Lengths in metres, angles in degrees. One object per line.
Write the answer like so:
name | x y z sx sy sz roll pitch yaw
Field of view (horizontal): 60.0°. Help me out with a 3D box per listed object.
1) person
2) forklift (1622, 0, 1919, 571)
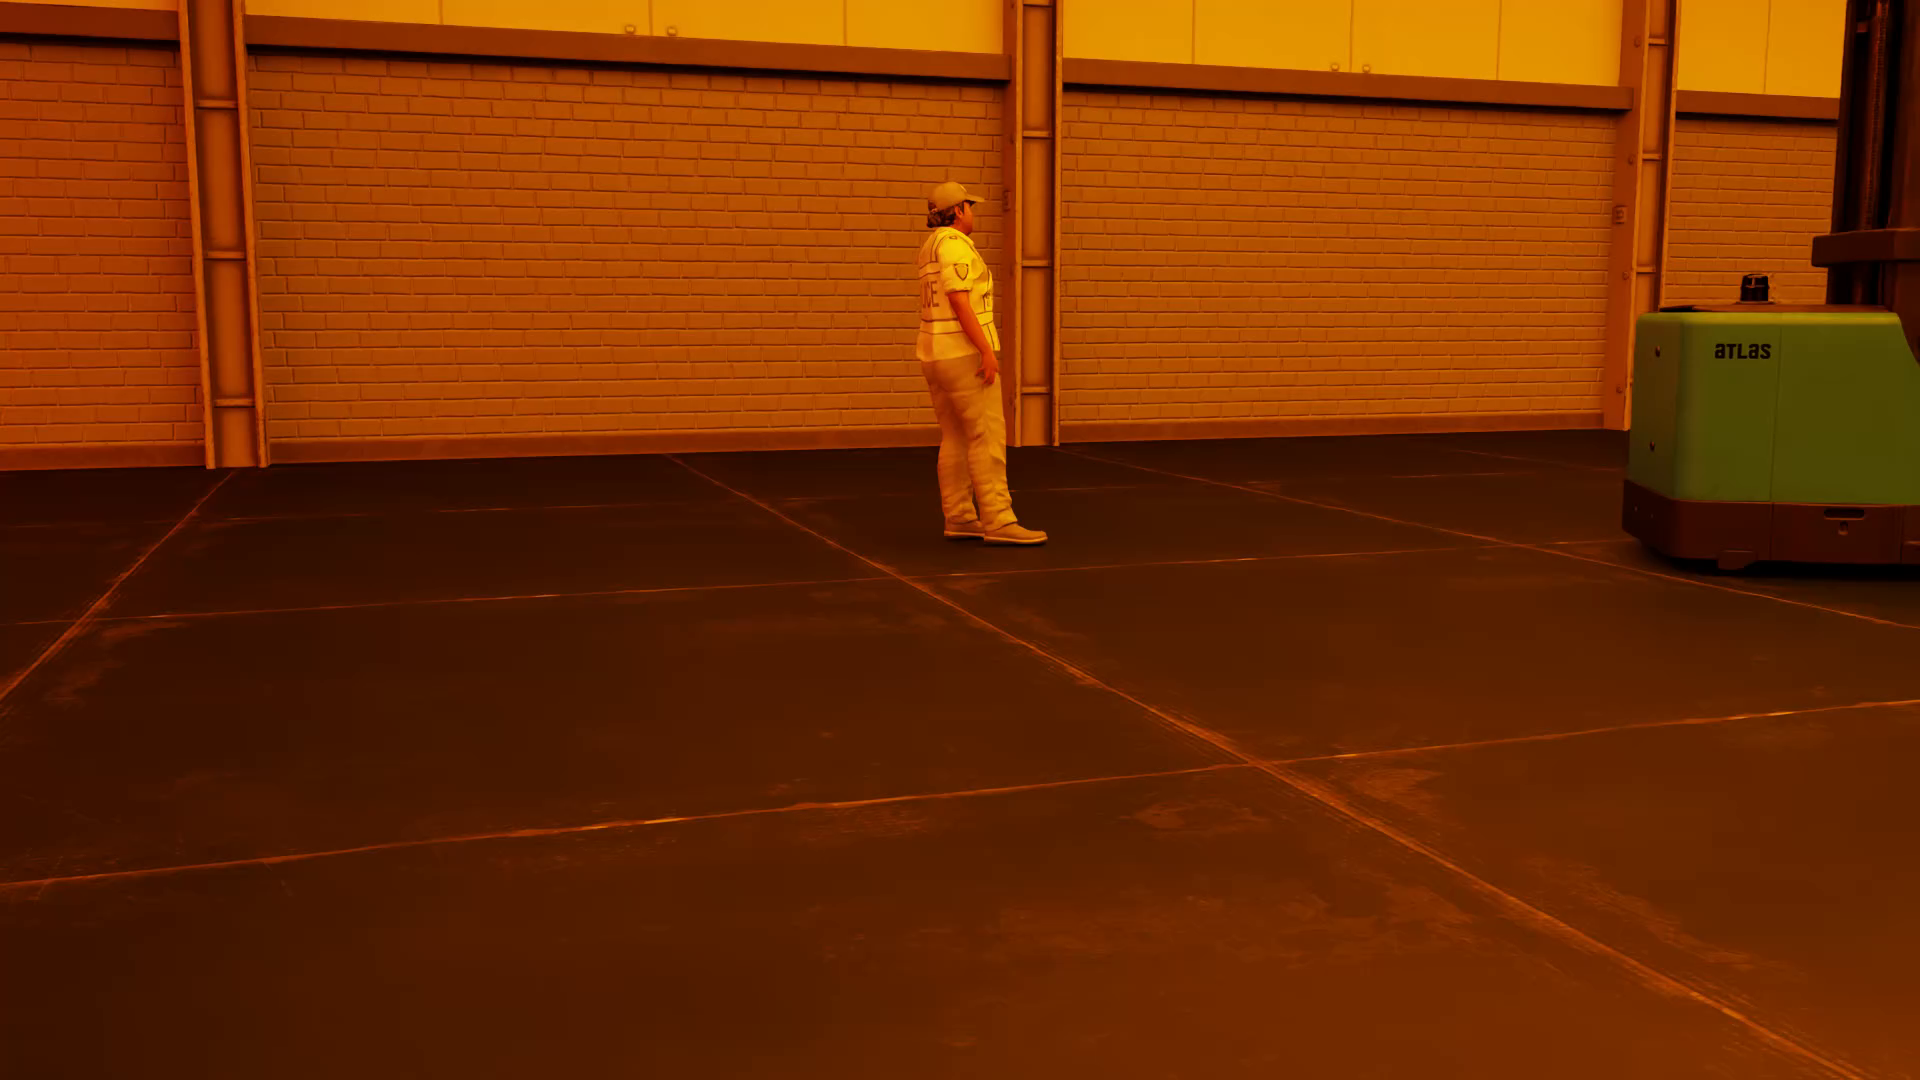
person | 0.080 -0.834 7.813 0.529 1.670 0.598 -3 8 -18
forklift | 4.501 -1.338 6.883 3.031 2.935 1.130 1 8 10
